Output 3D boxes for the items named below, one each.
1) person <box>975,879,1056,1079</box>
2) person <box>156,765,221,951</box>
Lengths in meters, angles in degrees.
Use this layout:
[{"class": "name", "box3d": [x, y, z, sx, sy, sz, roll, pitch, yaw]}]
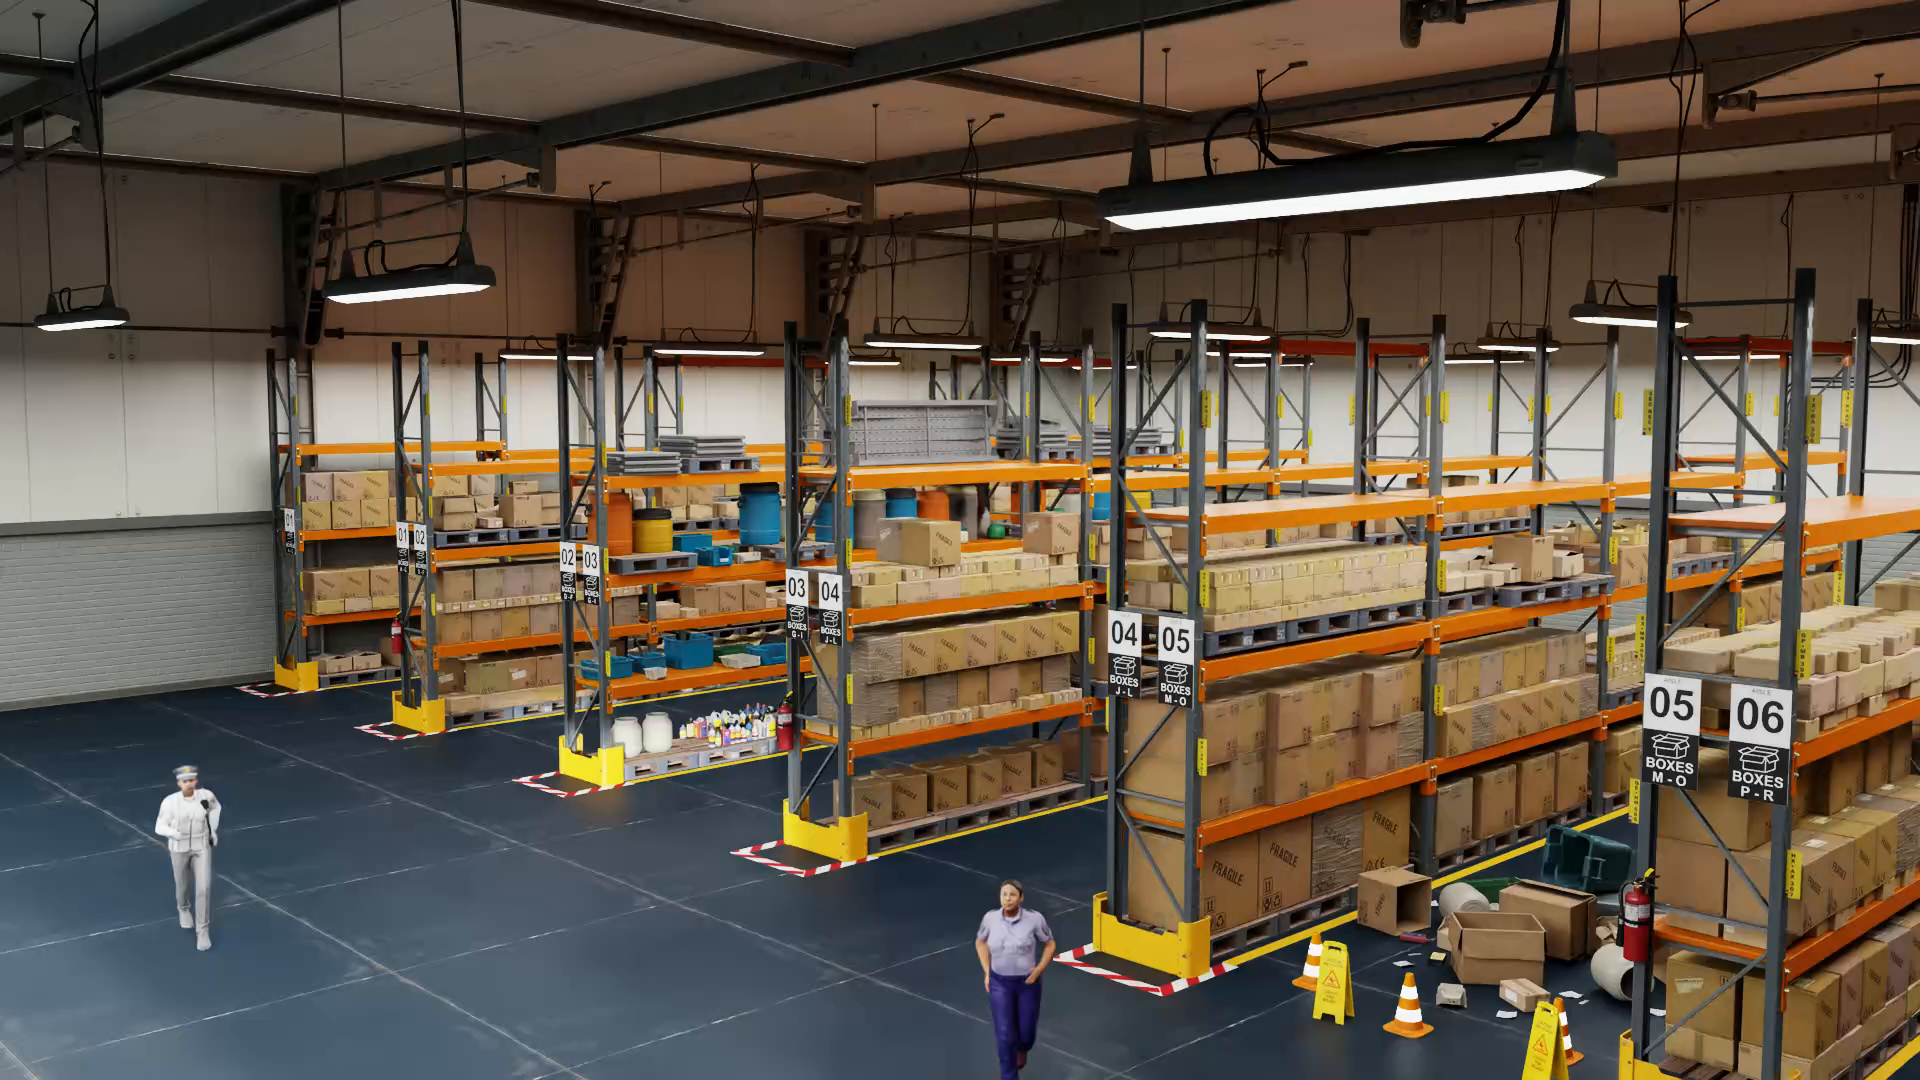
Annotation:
[{"class": "person", "box3d": [0.407, 3.312, 12.313, 0.602, 1.629, 0.686, 0, 5, 5]}, {"class": "person", "box3d": [-7.304, 2.949, 15.778, 0.574, 1.707, 0.896, -2, 6, -27]}]
